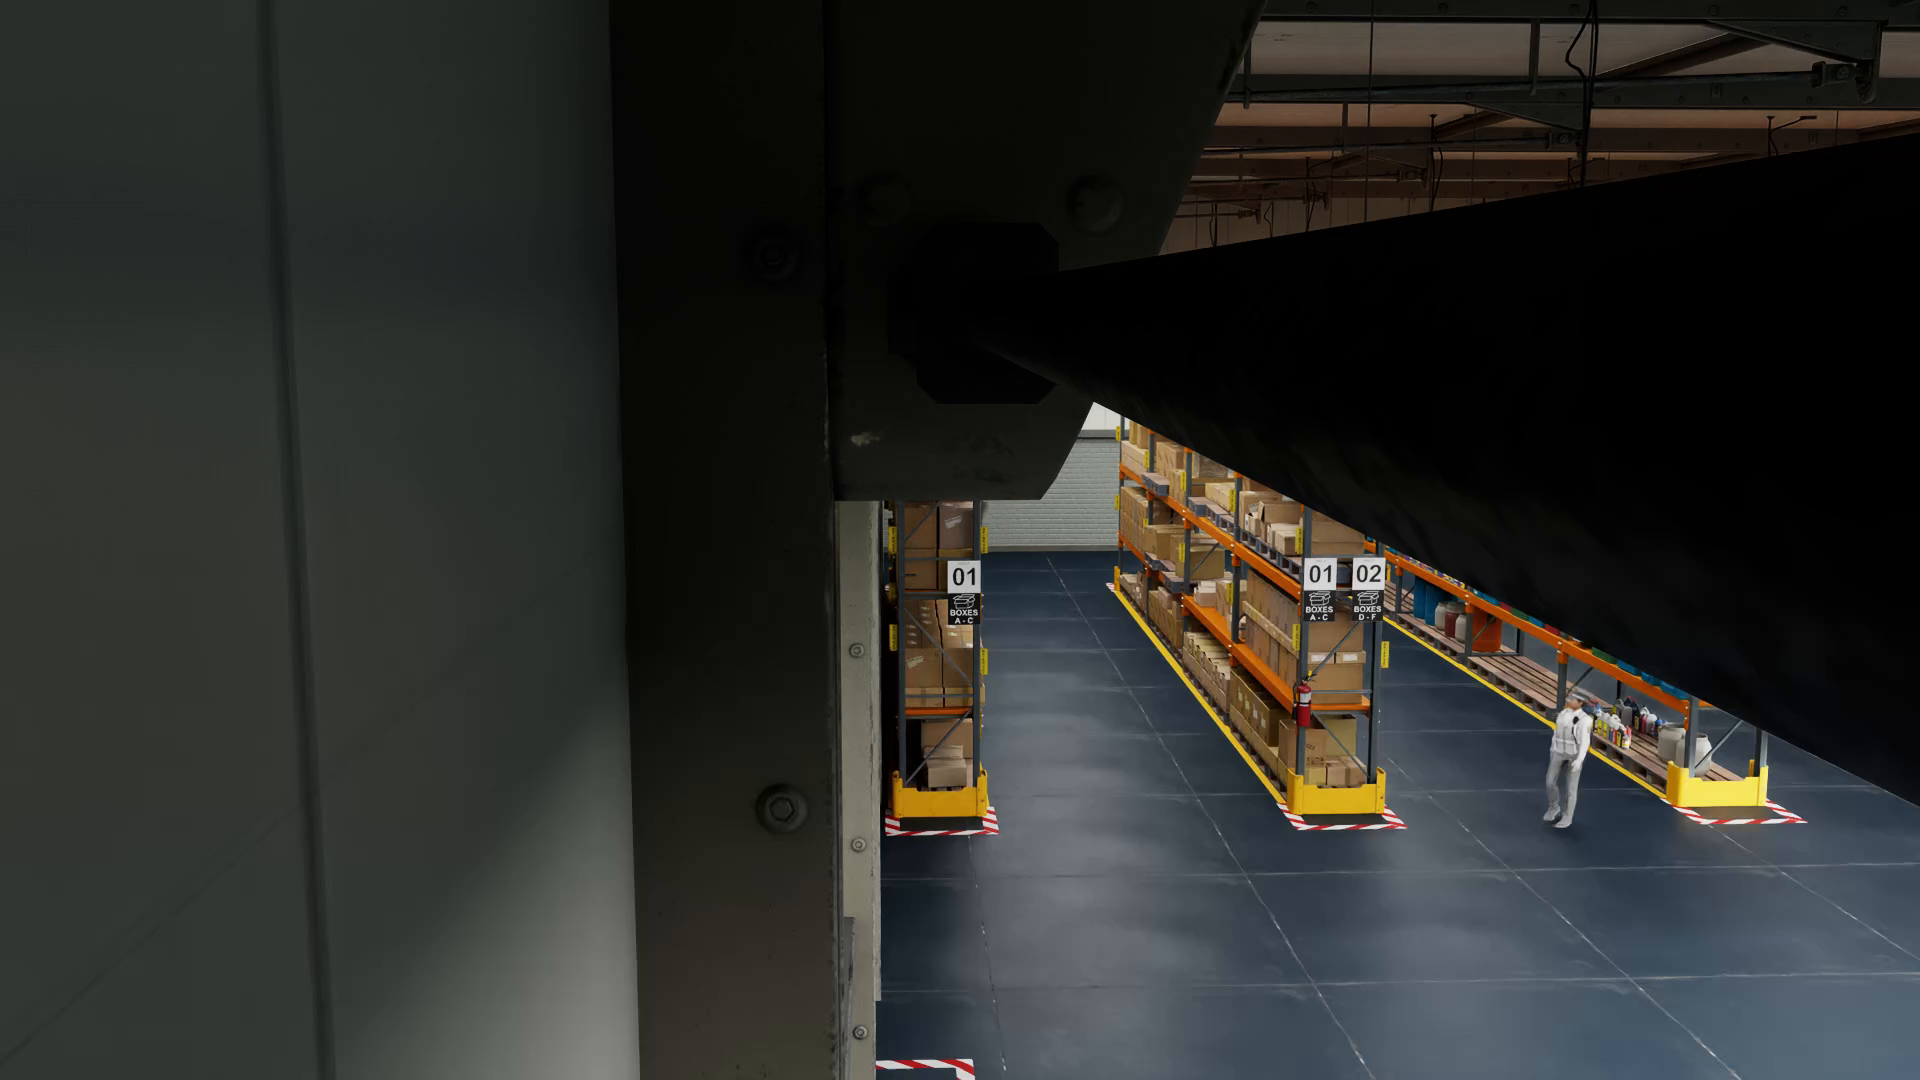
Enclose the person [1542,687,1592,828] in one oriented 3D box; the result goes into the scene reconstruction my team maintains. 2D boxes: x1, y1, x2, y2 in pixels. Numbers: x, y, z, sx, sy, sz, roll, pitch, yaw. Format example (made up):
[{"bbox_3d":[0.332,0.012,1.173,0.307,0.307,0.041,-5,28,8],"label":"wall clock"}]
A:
[{"bbox_3d":[7.354,2.632,20.149,0.517,1.714,0.480,6,10,38],"label":"person"}]
